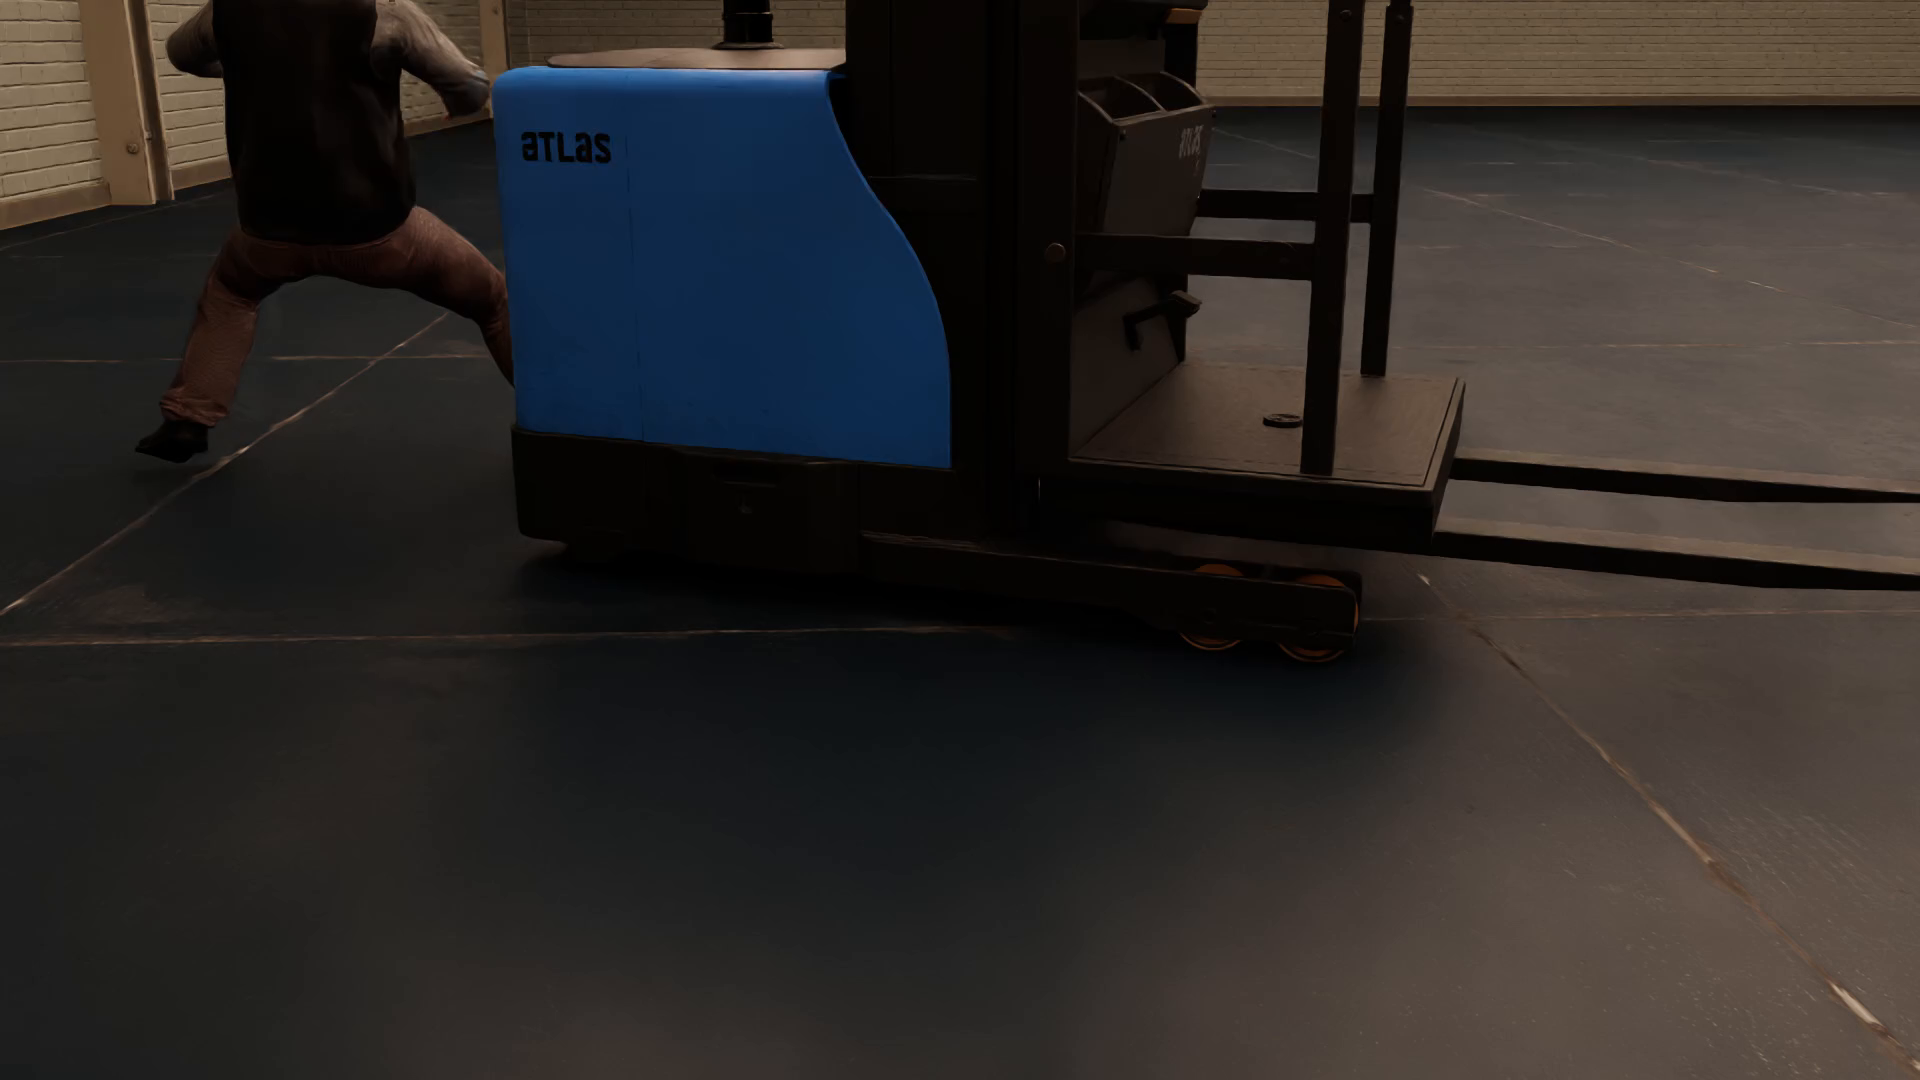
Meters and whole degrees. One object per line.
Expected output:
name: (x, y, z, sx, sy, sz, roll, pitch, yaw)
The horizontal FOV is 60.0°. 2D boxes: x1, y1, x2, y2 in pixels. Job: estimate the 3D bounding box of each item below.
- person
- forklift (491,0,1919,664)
person: (-1.619, -0.920, 4.377, 1.214, 1.493, 0.711, 2, 17, 6)
forklift: (0.576, -1.343, 3.296, 3.031, 2.935, 1.130, 6, 18, 18)
